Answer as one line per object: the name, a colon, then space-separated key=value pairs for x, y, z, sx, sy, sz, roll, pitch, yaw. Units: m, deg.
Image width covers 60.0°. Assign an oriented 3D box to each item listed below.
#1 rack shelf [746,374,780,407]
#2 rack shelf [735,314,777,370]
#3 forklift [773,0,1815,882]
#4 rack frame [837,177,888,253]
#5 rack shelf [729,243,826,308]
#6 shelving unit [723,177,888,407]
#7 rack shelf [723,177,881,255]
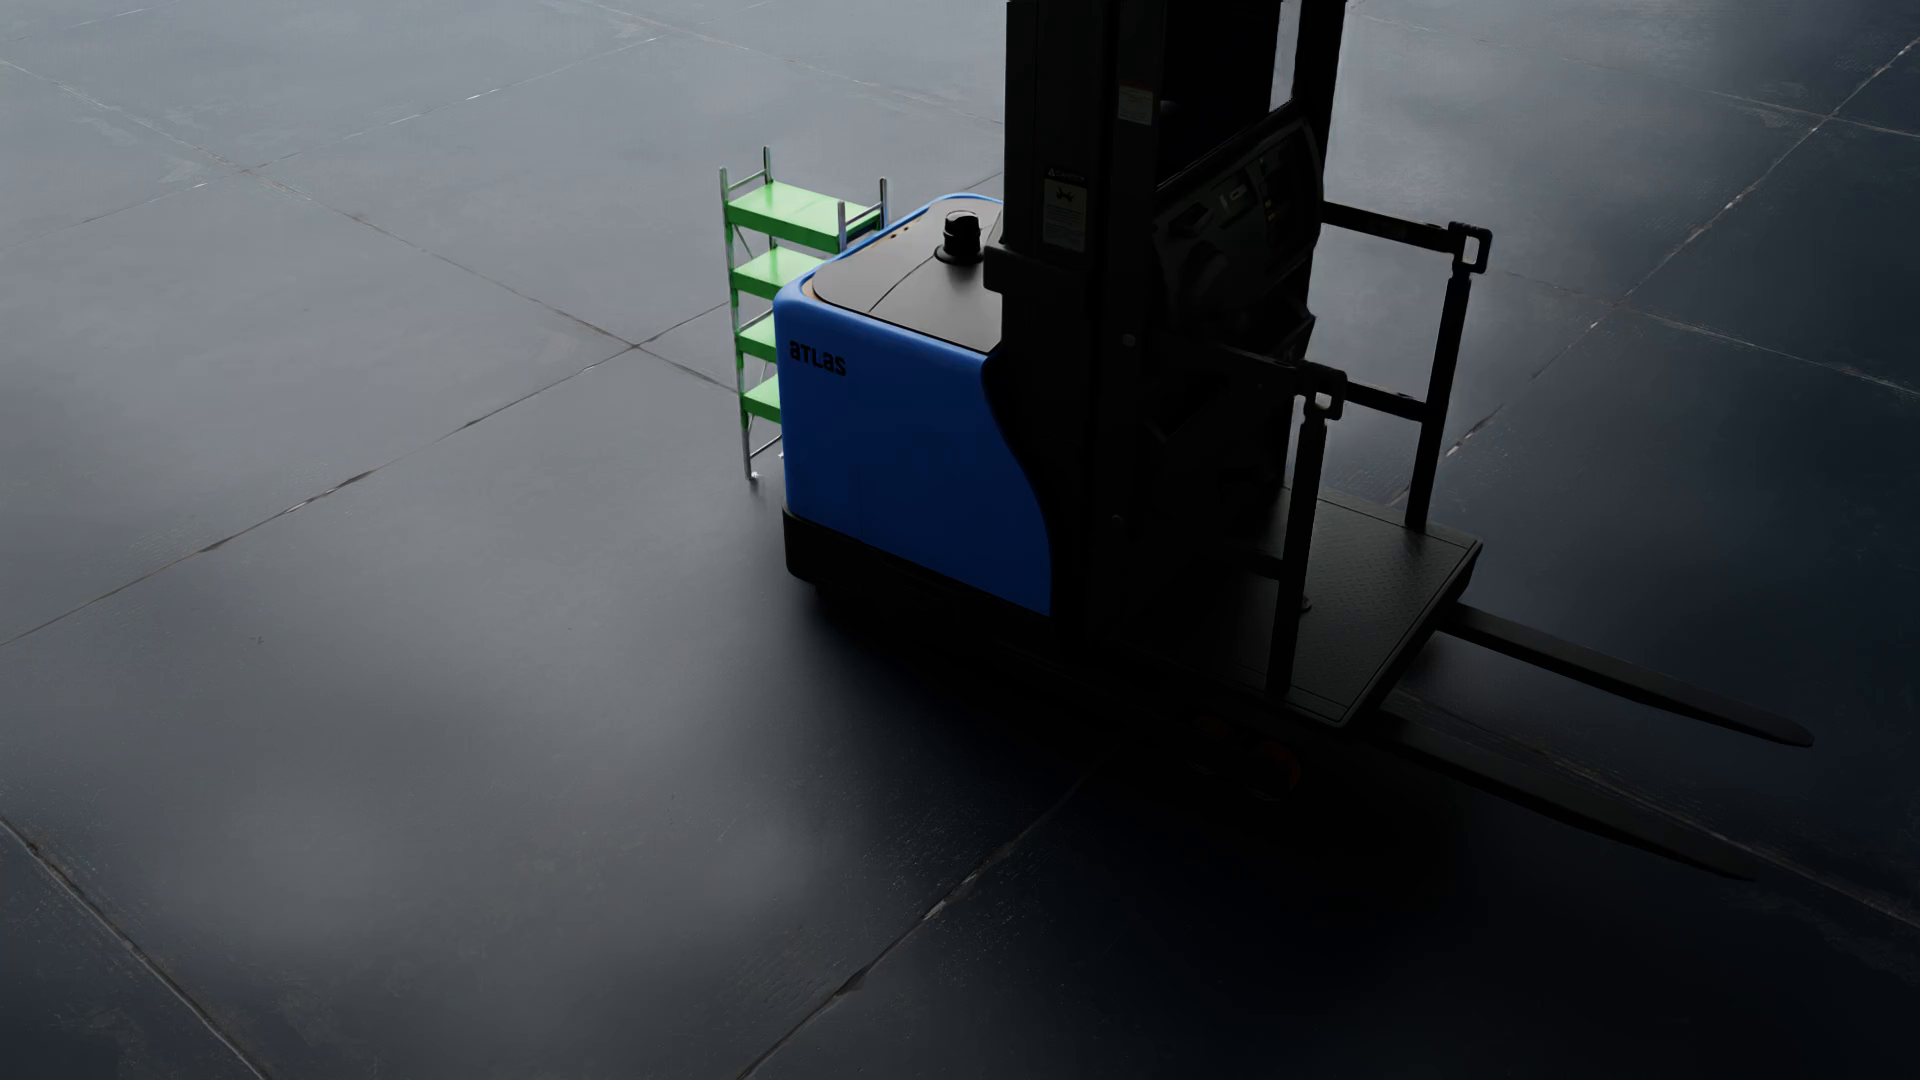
rack shelf: x=-0.511 y=-0.486 z=5.859 sx=0.457 sy=0.021 sz=0.221 roll=21 pitch=40 yaw=28
rack shelf: x=-0.511 y=-0.639 z=5.754 sx=0.480 sy=0.148 sz=0.258 roll=21 pitch=40 yaw=28
forklift: x=0.926 y=-0.816 z=4.369 sx=3.031 sy=2.935 sz=1.130 roll=21 pitch=40 yaw=28
rack frame: x=-0.310 y=-0.614 z=5.604 sx=0.015 sy=1.200 sz=0.240 roll=21 pitch=40 yaw=28
rack shelf: x=-0.511 y=-0.837 z=5.618 sx=0.480 sy=0.148 sz=0.258 roll=21 pitch=40 yaw=28
shelving unit: x=-0.506 y=-0.690 z=5.715 sx=0.492 sy=1.200 sz=0.258 roll=21 pitch=40 yaw=28
rack shelf: x=-0.511 y=-1.035 z=5.482 sx=0.480 sy=0.148 sz=0.258 roll=21 pitch=40 yaw=28
